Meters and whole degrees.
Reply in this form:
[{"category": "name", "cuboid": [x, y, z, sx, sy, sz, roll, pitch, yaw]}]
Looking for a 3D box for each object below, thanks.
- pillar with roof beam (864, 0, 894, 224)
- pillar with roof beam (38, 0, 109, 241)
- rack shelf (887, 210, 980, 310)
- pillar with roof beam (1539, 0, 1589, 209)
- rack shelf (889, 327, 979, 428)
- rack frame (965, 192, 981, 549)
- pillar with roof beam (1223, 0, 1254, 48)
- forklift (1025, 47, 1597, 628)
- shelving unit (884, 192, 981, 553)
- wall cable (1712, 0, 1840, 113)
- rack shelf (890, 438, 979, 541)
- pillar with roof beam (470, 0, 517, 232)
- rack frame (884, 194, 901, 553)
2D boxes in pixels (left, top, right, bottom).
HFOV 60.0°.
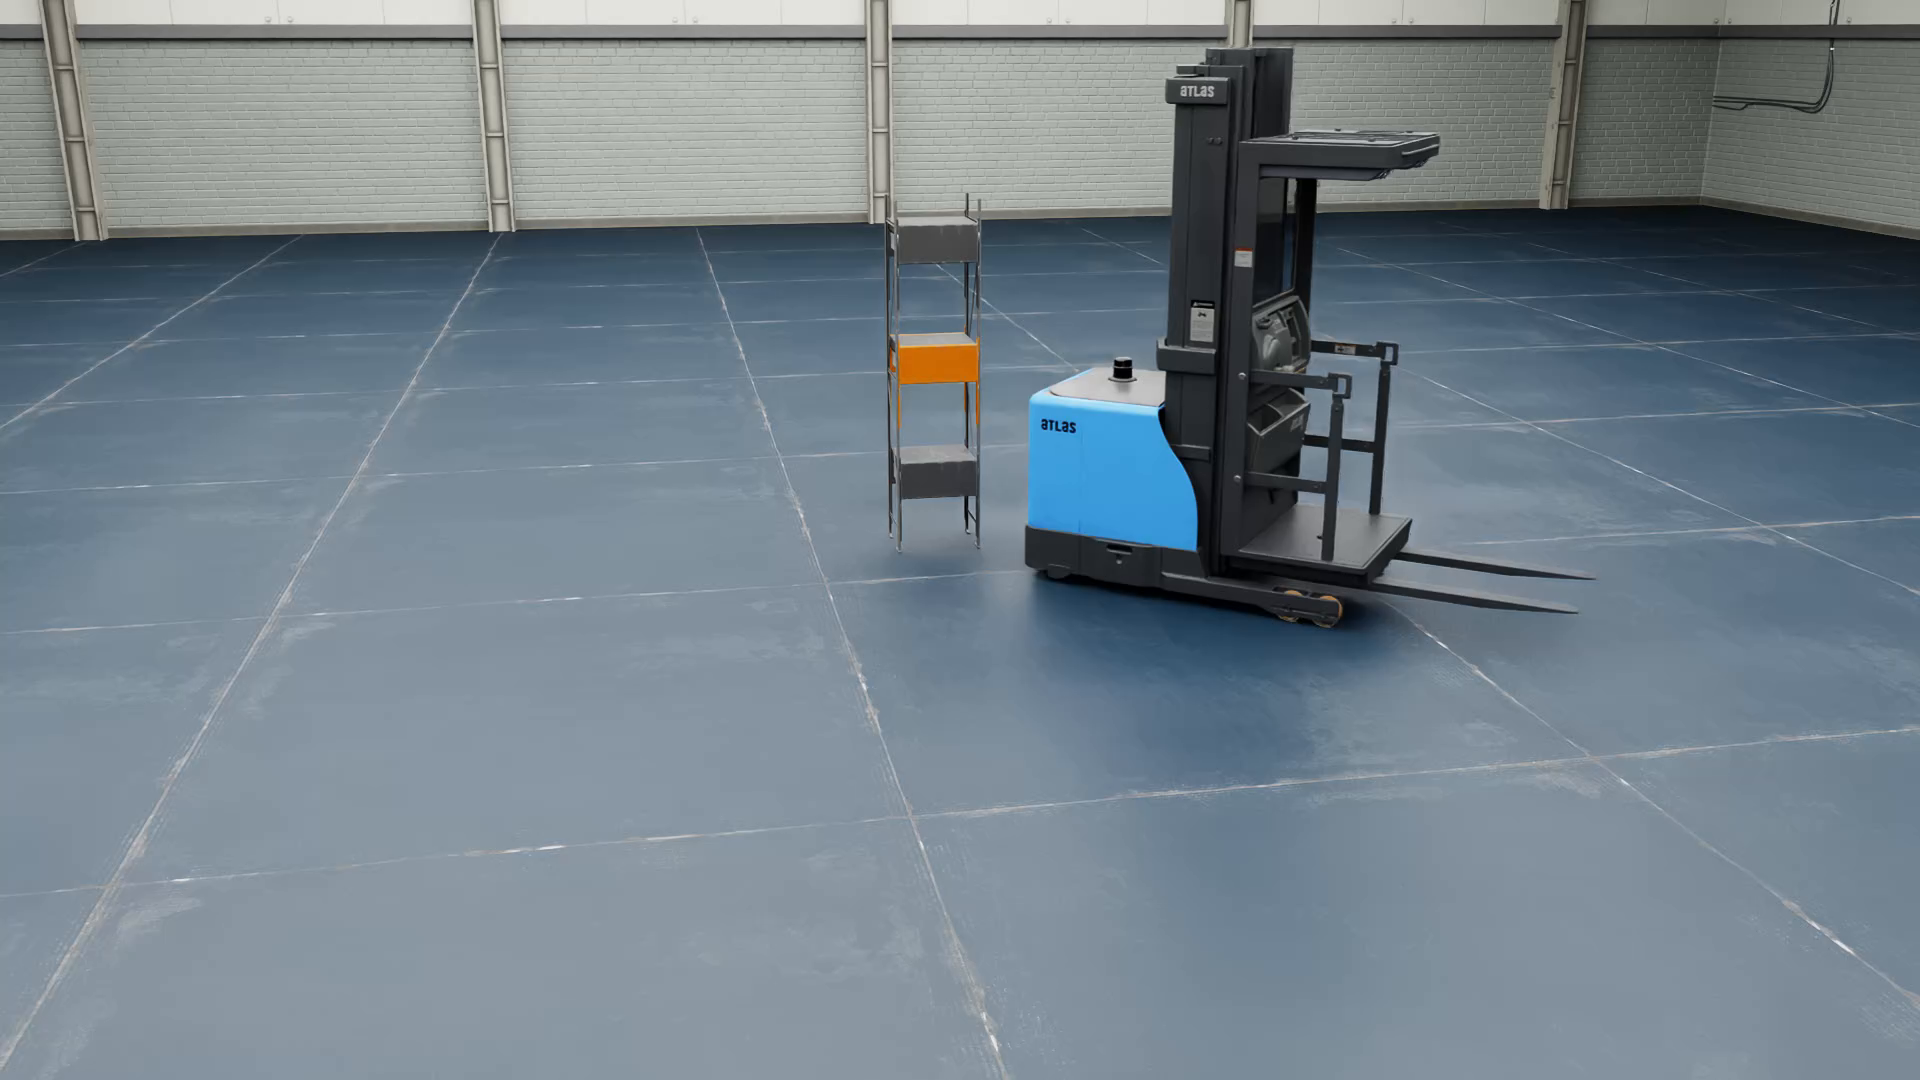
[{"category": "pillar with roof beam", "cuboid": [-0.480, -8.260, 21.877, 0.400, 9.000, 9.100, -3, 17, -10]}, {"category": "pillar with roof beam", "cuboid": [-12.262, -7.591, 19.701, 0.400, 9.000, 9.100, -3, 17, -10]}, {"category": "rack shelf", "cuboid": [-0.163, -1.651, 9.772, 0.480, 0.518, 0.431, -3, 17, -10]}, {"category": "pillar with roof beam", "cuboid": [11.302, -8.928, 24.053, 0.400, 9.000, 9.100, -3, 17, -10]}, {"category": "rack shelf", "cuboid": [-0.163, -0.981, 9.978, 0.480, 0.518, 0.431, -3, 17, -10]}, {"category": "rack frame", "cuboid": [0.077, -1.008, 10.018, 0.015, 2.100, 0.400, -3, 17, -10]}, {"category": "pillar with roof beam", "cuboid": [5.411, -8.594, 22.965, 0.400, 9.000, 9.100, -3, 17, -10]}, {"category": "forklift", "cuboid": [1.923, -1.115, 8.951, 3.031, 2.935, 1.130, 9, 19, 26]}, {"category": "shelving unit", "cuboid": [-0.163, -0.995, 9.974, 0.503, 2.100, 0.431, -3, 17, -10]}, {"category": "wall cable", "cuboid": [13.629, -8.468, 27.843, 0.112, 2.526, 3.097, -3, 17, -10]}, {"category": "rack shelf", "cuboid": [-0.163, -0.312, 10.183, 0.480, 0.518, 0.431, -3, 17, -10]}, {"category": "pillar with roof beam", "cuboid": [-6.371, -7.926, 20.789, 0.400, 9.000, 9.100, -3, 17, -10]}, {"category": "rack frame", "cuboid": [-0.402, -0.981, 9.929, 0.015, 2.100, 0.400, -3, 17, -10]}]
